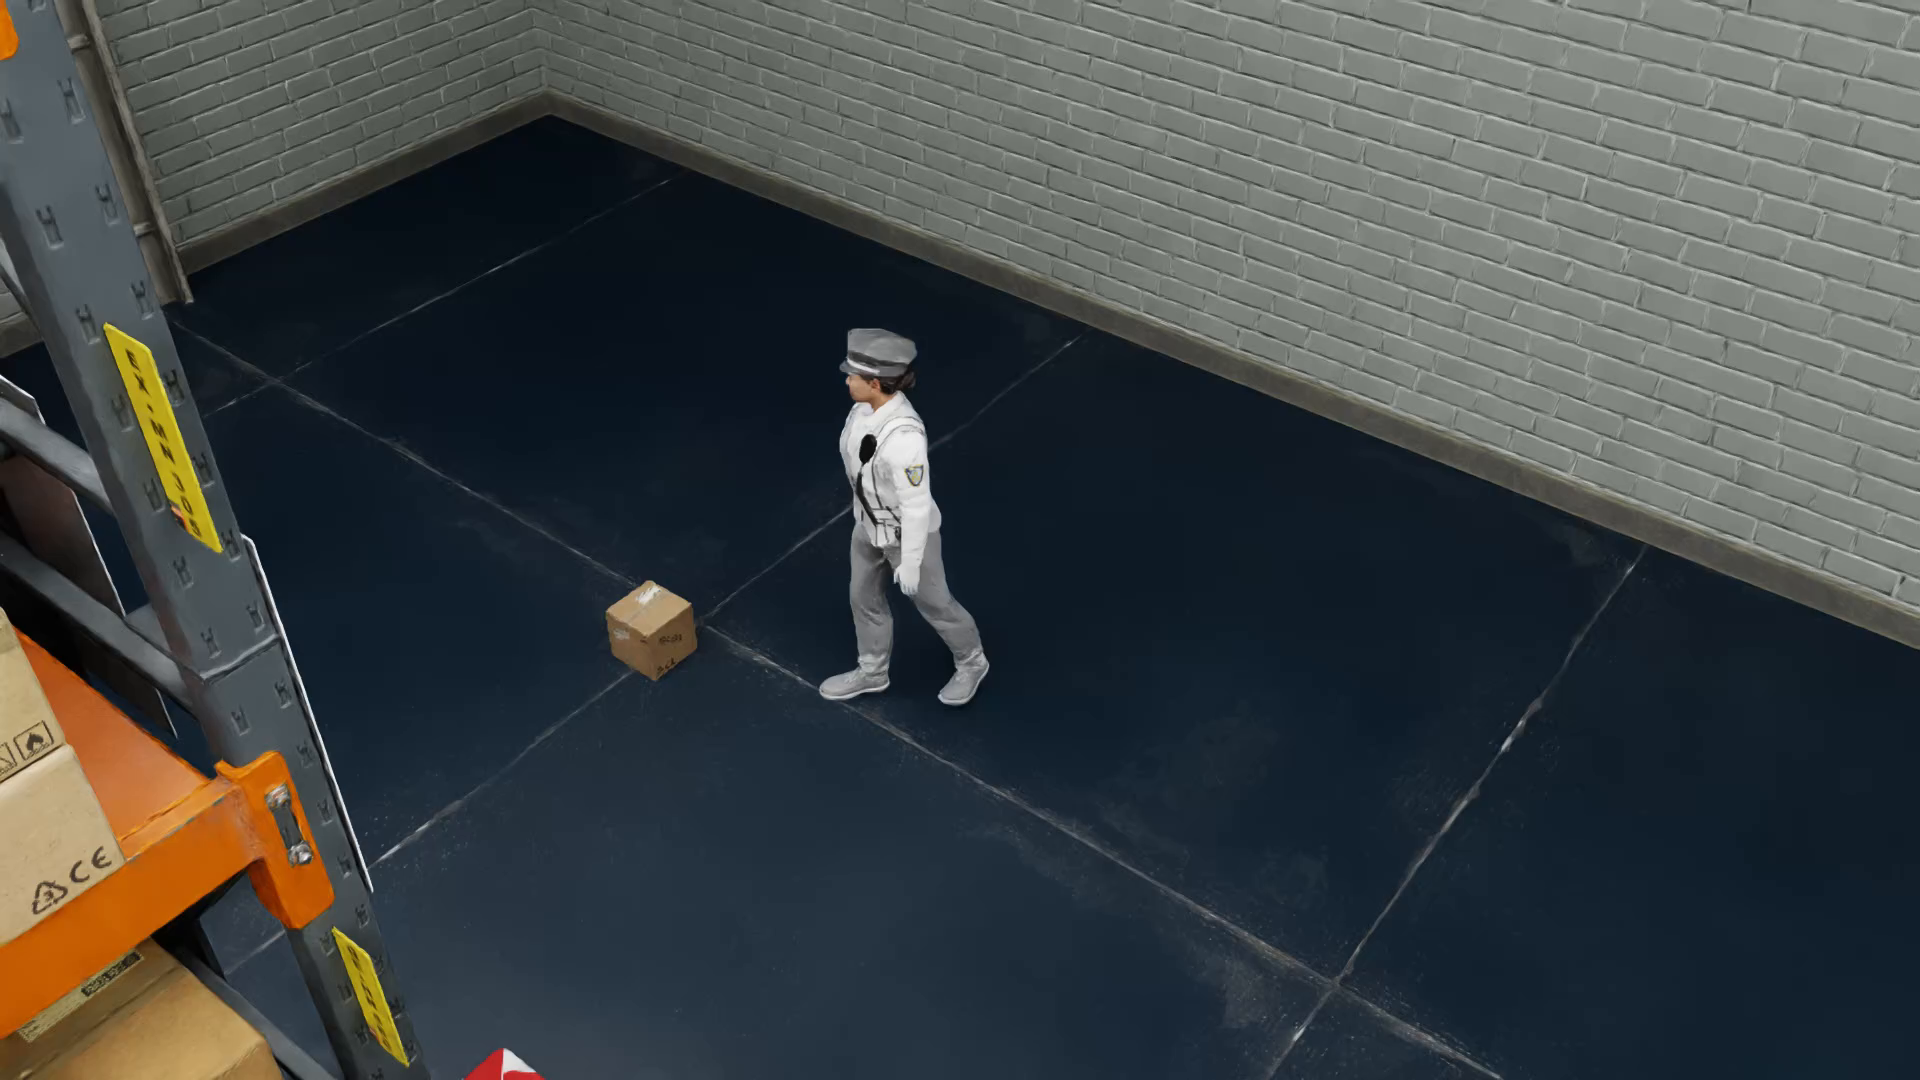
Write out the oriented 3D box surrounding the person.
[{"bbox_3d":[-0.214,-0.039,6.195,0.657,1.670,0.503,-17,42,-19],"label":"person"}]
